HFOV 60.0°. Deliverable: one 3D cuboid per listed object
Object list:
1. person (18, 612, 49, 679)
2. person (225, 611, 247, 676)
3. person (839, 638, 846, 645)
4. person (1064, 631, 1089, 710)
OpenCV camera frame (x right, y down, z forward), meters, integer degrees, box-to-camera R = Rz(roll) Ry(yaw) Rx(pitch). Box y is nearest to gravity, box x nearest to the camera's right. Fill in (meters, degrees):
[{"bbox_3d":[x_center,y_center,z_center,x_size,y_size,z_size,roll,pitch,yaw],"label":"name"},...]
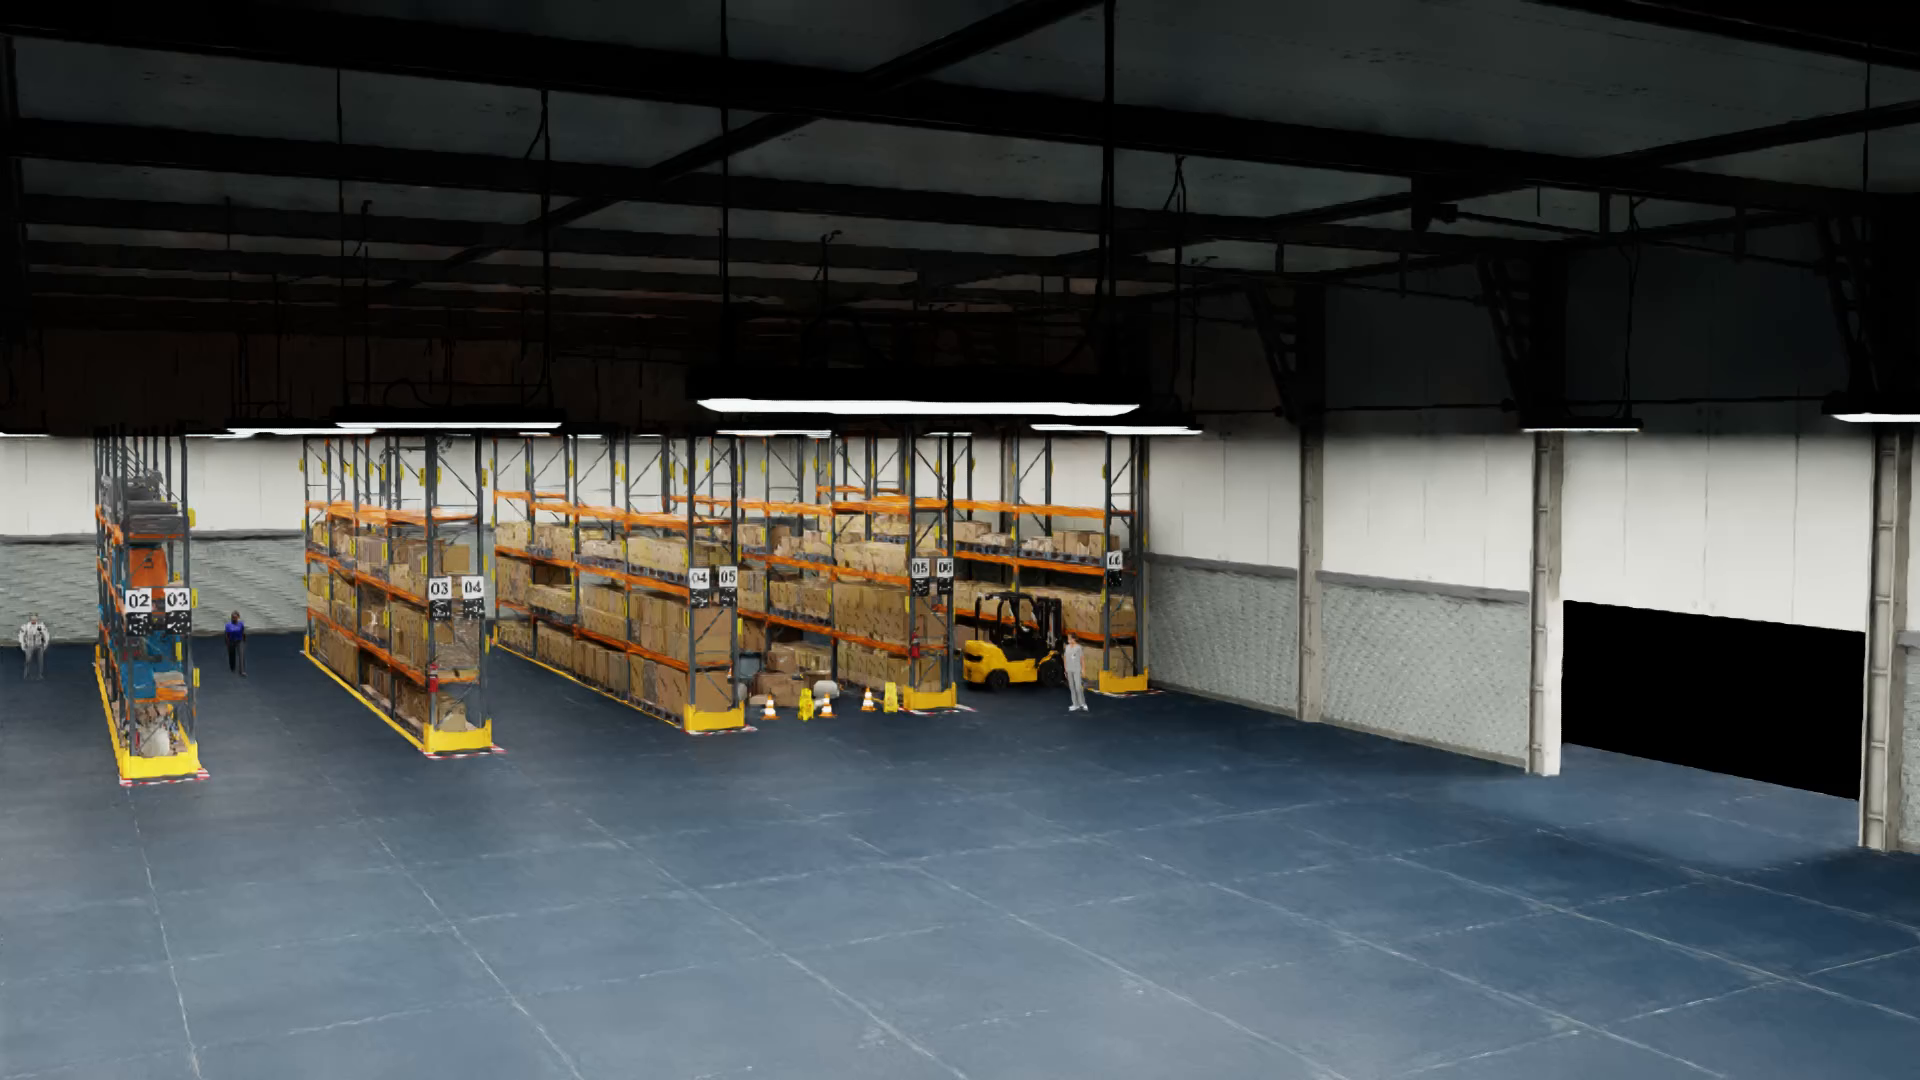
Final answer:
[{"bbox_3d":[-22.044,2.518,39.590,0.639,1.632,0.512,-2,4,-31],"label":"person"},{"bbox_3d":[-17.497,2.483,40.153,0.449,1.571,1.075,-2,4,-27],"label":"person"},{"bbox_3d":[-3.138,2.198,44.404,0.556,1.653,0.598,0,3,1],"label":"person"},{"bbox_3d":[2.449,2.755,35.070,0.563,1.666,0.386,2,4,33],"label":"person"}]
